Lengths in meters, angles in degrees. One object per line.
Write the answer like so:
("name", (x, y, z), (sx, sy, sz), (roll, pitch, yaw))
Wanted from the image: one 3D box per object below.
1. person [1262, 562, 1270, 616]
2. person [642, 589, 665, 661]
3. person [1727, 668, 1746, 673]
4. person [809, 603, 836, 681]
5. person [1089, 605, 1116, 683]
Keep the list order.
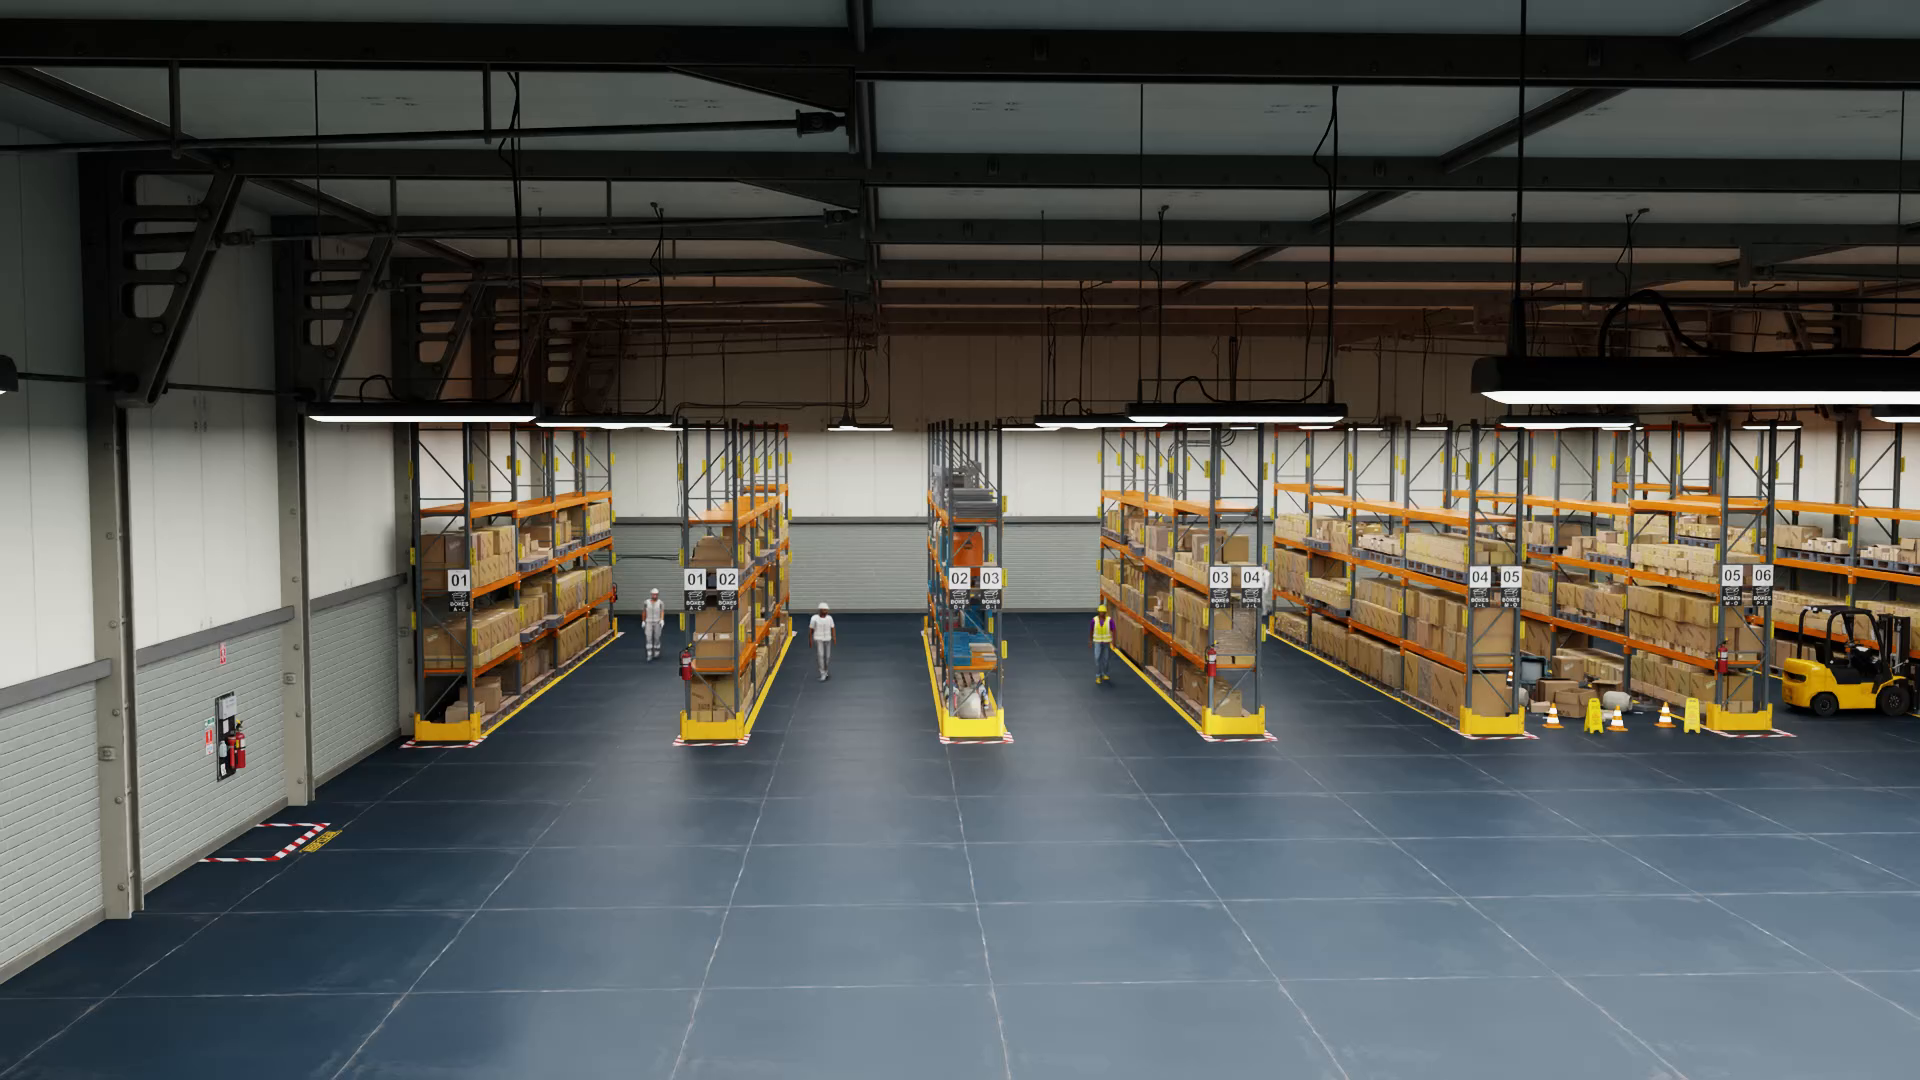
("person", (9.552, 1.524, 52.160), (0.467, 1.680, 0.508), (-1, 4, -17))
("person", (-7.780, 2.141, 42.174), (0.575, 1.791, 0.726), (-1, 4, -12))
("person", (16.941, 2.548, 36.147), (0.567, 1.834, 0.607), (-1, 4, -8))
("person", (-3.157, 2.372, 38.883), (0.600, 1.765, 0.781), (-2, 4, -26))
("person", (3.289, 2.390, 38.395), (0.642, 1.791, 0.641), (1, 4, 9))
